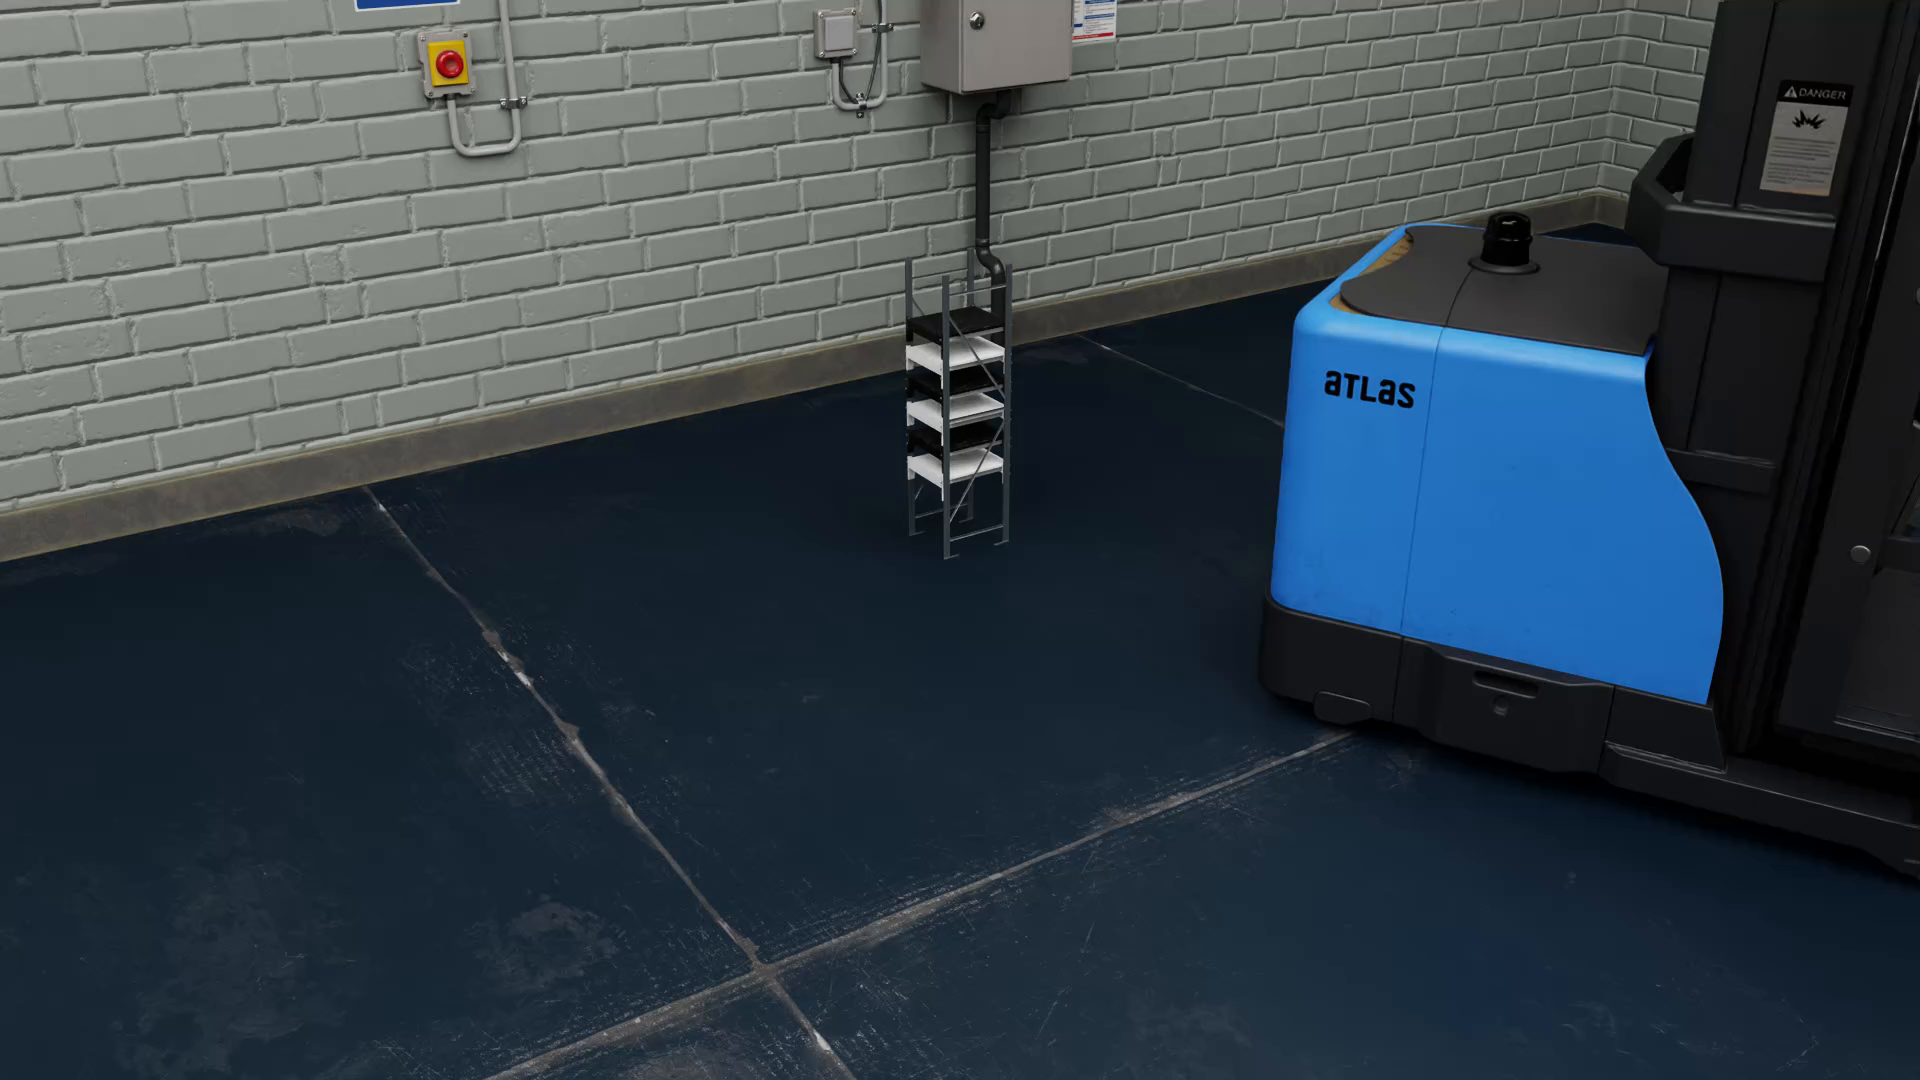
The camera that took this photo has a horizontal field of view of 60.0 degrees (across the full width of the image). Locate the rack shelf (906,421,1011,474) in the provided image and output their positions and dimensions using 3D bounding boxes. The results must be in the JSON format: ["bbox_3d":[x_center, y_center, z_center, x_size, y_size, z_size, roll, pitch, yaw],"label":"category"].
[{"bbox_3d":[-0.004,-0.298,5.117,0.258,0.077,0.200,-16,29,-30],"label":"rack shelf"}]

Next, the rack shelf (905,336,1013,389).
[{"bbox_3d":[-0.004,-0.542,5.001,0.258,0.077,0.200,-16,29,-30],"label":"rack shelf"}]

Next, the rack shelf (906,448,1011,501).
[{"bbox_3d":[-0.004,-0.217,5.155,0.258,0.077,0.200,-16,29,-30],"label":"rack shelf"}]

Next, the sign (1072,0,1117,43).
[{"bbox_3d":[0.491,-2.213,6.536,0.329,0.494,0.001,-16,29,-30],"label":"sign"}]

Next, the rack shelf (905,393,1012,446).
[{"bbox_3d":[-0.004,-0.380,5.078,0.258,0.077,0.200,-16,29,-30],"label":"rack shelf"}]

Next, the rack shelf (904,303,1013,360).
[{"bbox_3d":[-0.004,-0.624,4.963,0.258,0.077,0.200,-16,29,-30],"label":"rack shelf"}]

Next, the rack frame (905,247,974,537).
[{"bbox_3d":[-0.060,-0.446,5.141,0.240,0.900,0.006,-16,29,-30],"label":"rack frame"}]

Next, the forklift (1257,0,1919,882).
[{"bbox_3d":[2.317,-0.771,3.451,3.031,2.935,1.130,13,28,26],"label":"forklift"}]

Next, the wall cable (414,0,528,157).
[{"bbox_3d":[-1.650,-2.103,4.965,0.585,1.953,0.123,-16,29,-30],"label":"wall cable"}]

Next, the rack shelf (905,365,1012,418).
[{"bbox_3d":[-0.004,-0.461,5.040,0.258,0.077,0.200,-16,29,-30],"label":"rack shelf"}]

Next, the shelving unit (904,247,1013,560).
[{"bbox_3d":[-0.004,-0.410,5.064,0.258,0.900,0.210,-16,29,-30],"label":"shelving unit"}]

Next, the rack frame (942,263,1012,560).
[{"bbox_3d":[0.051,-0.373,4.987,0.240,0.900,0.006,-16,29,-30],"label":"rack frame"}]

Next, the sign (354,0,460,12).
[{"bbox_3d":[-1.724,-1.763,5.153,0.327,0.218,0.001,-16,29,-30],"label":"sign"}]

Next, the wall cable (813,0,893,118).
[{"bbox_3d":[-0.468,-2.424,5.681,0.588,1.984,0.122,-16,29,-30],"label":"wall cable"}]

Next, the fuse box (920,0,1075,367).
[{"bbox_3d":[0.190,-1.484,6.390,0.539,1.711,0.414,-16,29,-30],"label":"fuse box"}]
